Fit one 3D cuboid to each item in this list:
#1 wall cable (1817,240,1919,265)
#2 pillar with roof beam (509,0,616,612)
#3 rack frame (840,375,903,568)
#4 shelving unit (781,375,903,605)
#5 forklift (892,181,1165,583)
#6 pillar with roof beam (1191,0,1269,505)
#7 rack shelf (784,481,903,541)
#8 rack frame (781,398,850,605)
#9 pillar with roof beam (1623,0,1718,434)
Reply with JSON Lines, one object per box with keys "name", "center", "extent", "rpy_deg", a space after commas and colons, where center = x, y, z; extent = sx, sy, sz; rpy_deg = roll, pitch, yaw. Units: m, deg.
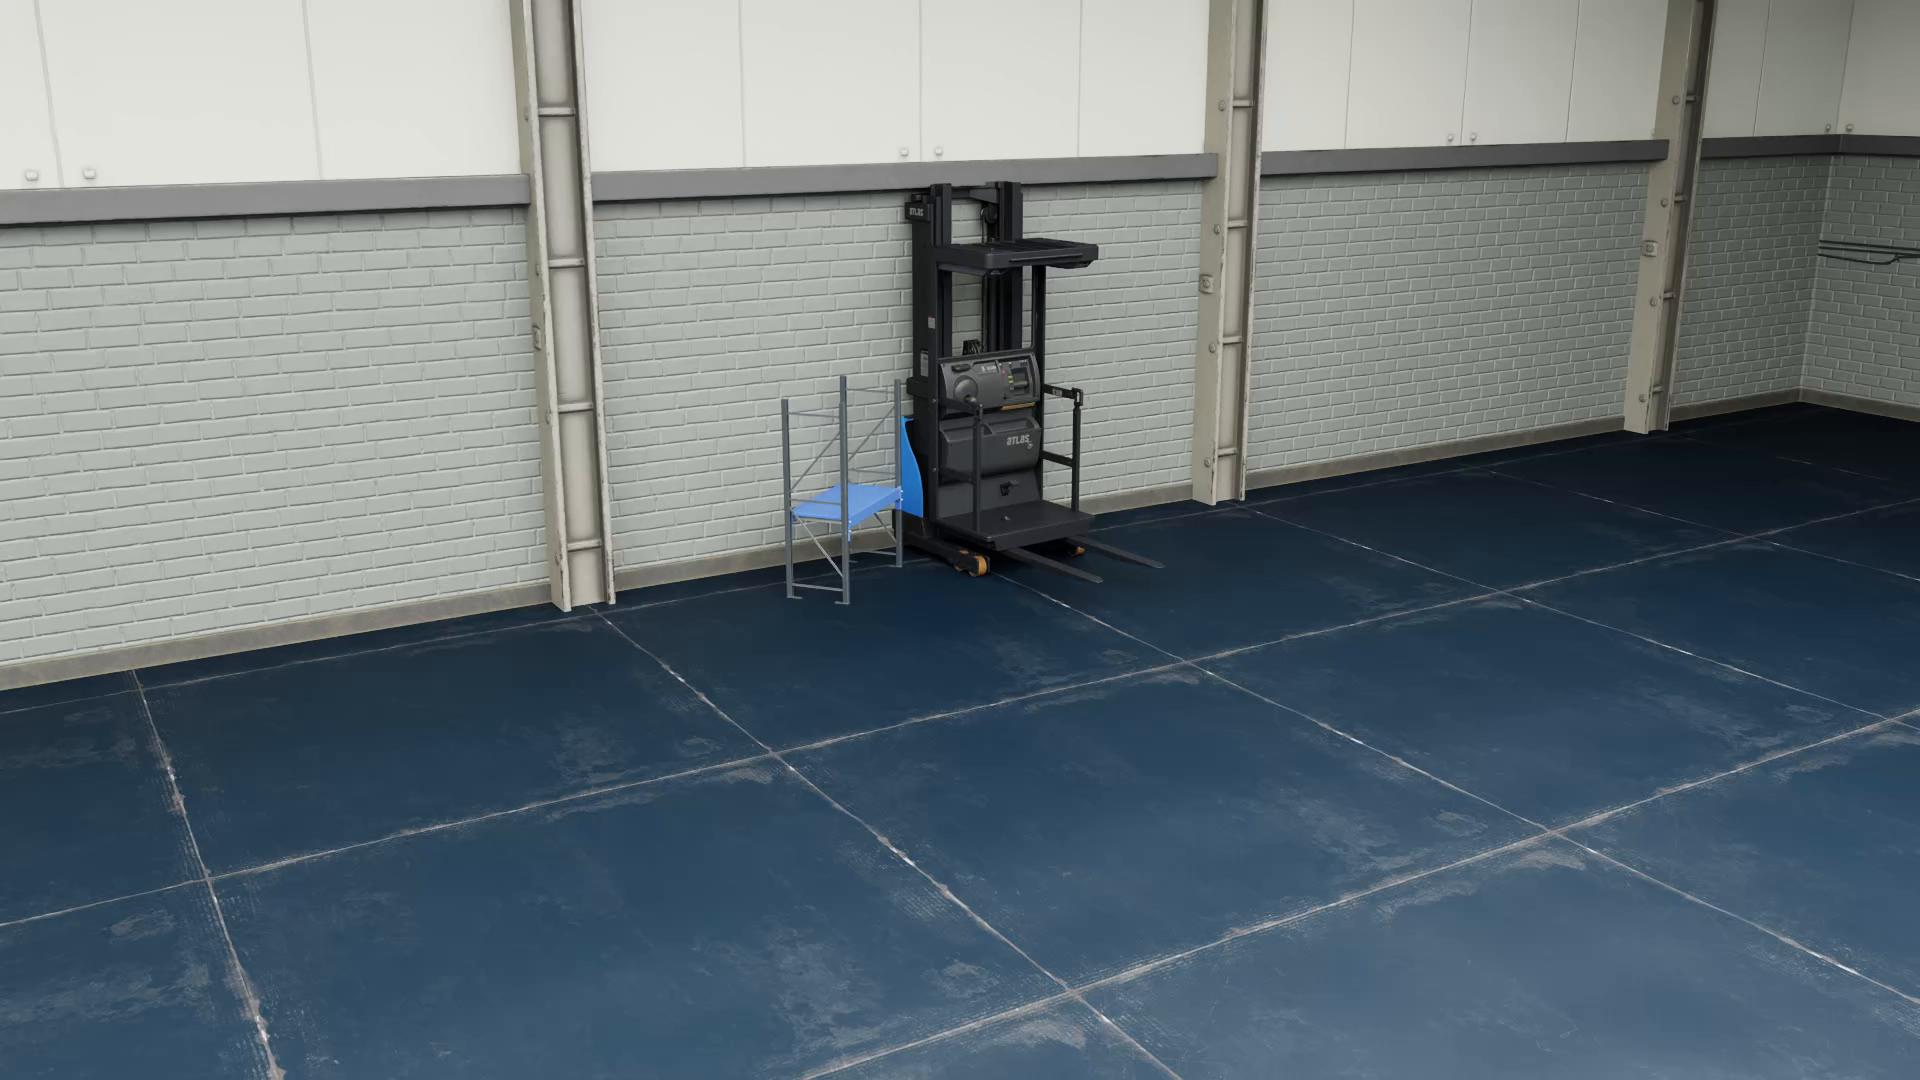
{"name": "wall cable", "center": [10.712, -4.152, 17.802], "extent": [0.112, 2.526, 3.097], "rpy_deg": [-9, 18, -30]}
{"name": "pillar with roof beam", "center": [-0.563, -2.879, 7.510], "extent": [0.400, 9.000, 9.100], "rpy_deg": [-9, 18, -30]}
{"name": "rack frame", "center": [-0.693, -0.530, 13.020], "extent": [0.500, 1.500, 0.032], "rpy_deg": [6, 17, 20]}
{"name": "shelving unit", "center": [-0.871, -0.401, 12.562], "extent": [0.538, 1.500, 1.048], "rpy_deg": [6, 17, 20]}
{"name": "forklift", "center": [0.370, -1.274, 13.025], "extent": [1.130, 2.935, 3.031], "rpy_deg": [-11, 19, -35]}
{"name": "pillar with roof beam", "center": [4.580, -3.713, 10.485], "extent": [0.400, 9.000, 9.100], "rpy_deg": [-9, 18, -30]}
{"name": "rack shelf", "center": [-0.871, -0.228, 12.610], "extent": [0.538, 0.185, 1.000], "rpy_deg": [6, 17, 20]}
{"name": "rack frame", "center": [-1.049, -0.273, 12.103], "extent": [0.500, 1.500, 0.032], "rpy_deg": [6, 17, 20]}
{"name": "pillar with roof beam", "center": [9.723, -4.548, 13.461], "extent": [0.400, 9.000, 9.100], "rpy_deg": [-9, 18, -30]}
